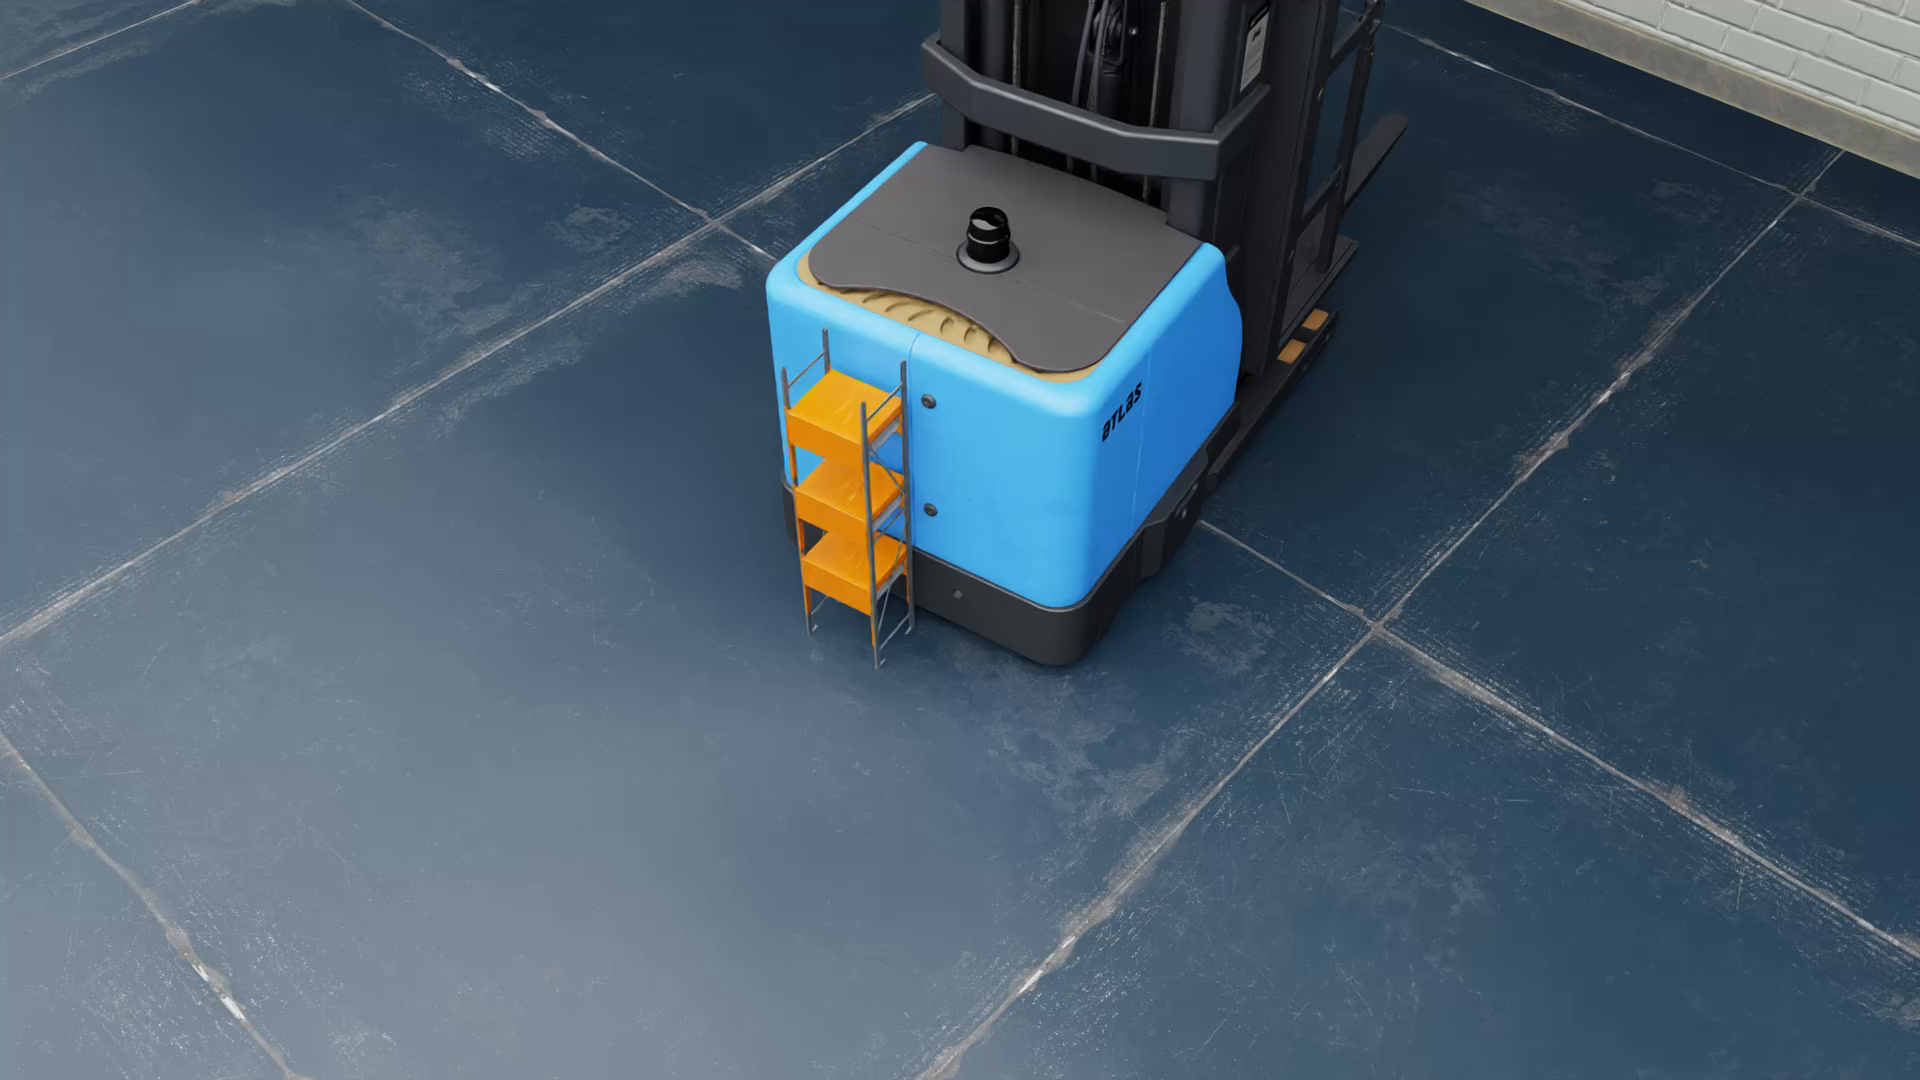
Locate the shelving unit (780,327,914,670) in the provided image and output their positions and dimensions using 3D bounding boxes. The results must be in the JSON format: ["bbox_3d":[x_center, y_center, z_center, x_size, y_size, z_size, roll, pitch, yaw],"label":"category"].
[{"bbox_3d":[-0.297,-0.086,4.611,0.252,1.050,0.215,24,52,21],"label":"shelving unit"}]

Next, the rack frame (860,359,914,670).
[{"bbox_3d":[-0.193,-0.039,4.566,0.008,1.050,0.200,24,52,21],"label":"rack frame"}]

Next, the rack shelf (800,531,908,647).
[{"bbox_3d":[-0.297,0.111,4.821,0.240,0.259,0.215,24,52,21],"label":"rack shelf"}]

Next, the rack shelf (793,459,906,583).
[{"bbox_3d":[-0.297,-0.079,4.618,0.240,0.259,0.215,24,52,21],"label":"rack shelf"}]

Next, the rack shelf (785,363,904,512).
[{"bbox_3d":[-0.297,-0.273,4.411,0.240,0.259,0.215,24,52,21],"label":"rack shelf"}]

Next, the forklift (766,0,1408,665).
[{"bbox_3d":[0.667,-1.700,4.835,1.130,2.935,3.031,24,51,21],"label":"forklift"}]

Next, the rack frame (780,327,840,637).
[{"bbox_3d":[-0.400,-0.133,4.655,0.008,1.050,0.200,24,52,21],"label":"rack frame"}]
